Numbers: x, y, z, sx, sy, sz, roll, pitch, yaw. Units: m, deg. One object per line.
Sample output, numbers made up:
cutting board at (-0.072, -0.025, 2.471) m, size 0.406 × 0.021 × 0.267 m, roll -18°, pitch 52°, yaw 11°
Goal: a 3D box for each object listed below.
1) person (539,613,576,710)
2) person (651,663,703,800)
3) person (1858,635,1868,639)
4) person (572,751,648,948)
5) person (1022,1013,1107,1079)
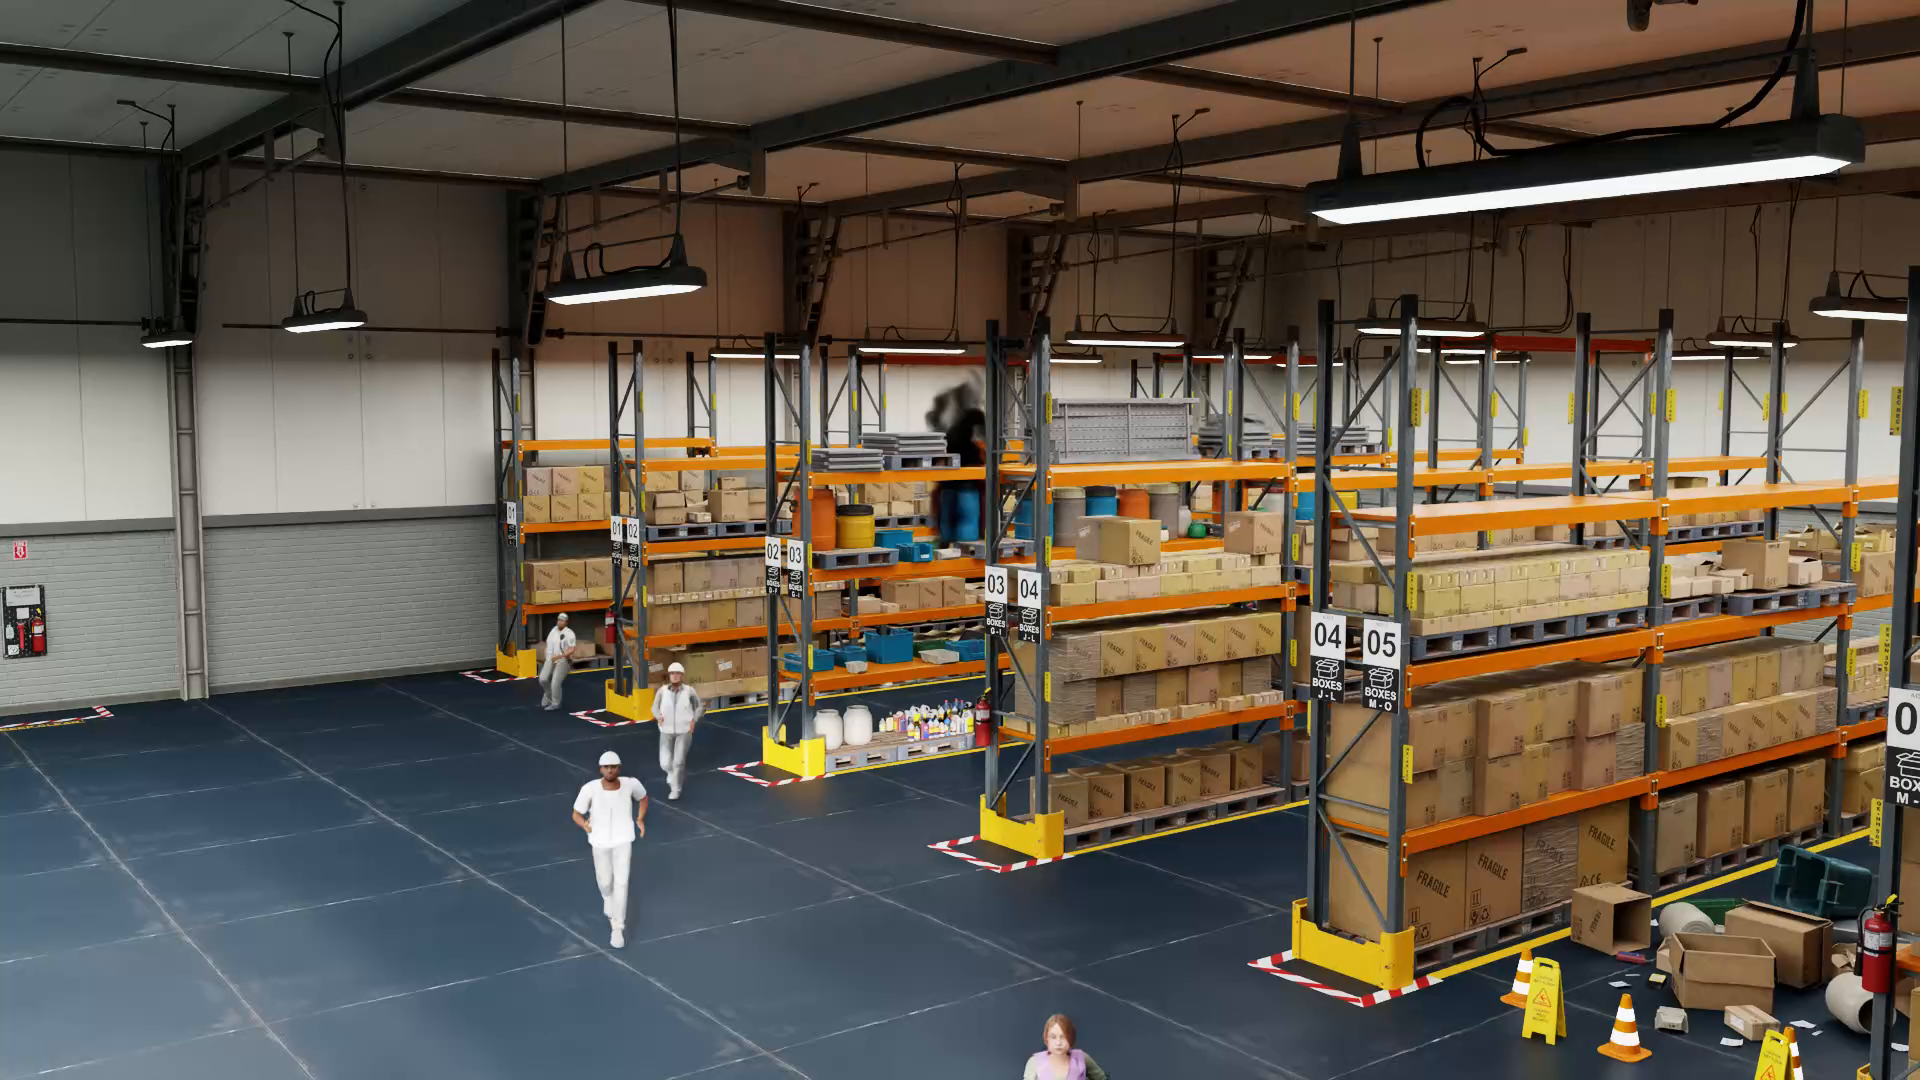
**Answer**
person at (-6.557, 1.987, 27.047) m, size 0.623 × 1.599 × 0.582 m, roll 2°, pitch 5°, yaw 17°
person at (-3.627, 2.432, 21.318) m, size 0.656 × 1.734 × 0.663 m, roll 0°, pitch 5°, yaw -2°
person at (13.229, 2.225, 24.268) m, size 0.895 × 1.684 × 0.614 m, roll -4°, pitch 6°, yaw -36°
person at (-3.324, 2.881, 15.834) m, size 0.704 × 1.766 × 0.982 m, roll -1°, pitch 5°, yaw -9°
person at (0.577, 3.529, 9.571) m, size 0.518 × 1.630 × 0.665 m, roll 1°, pitch 5°, yaw 9°
